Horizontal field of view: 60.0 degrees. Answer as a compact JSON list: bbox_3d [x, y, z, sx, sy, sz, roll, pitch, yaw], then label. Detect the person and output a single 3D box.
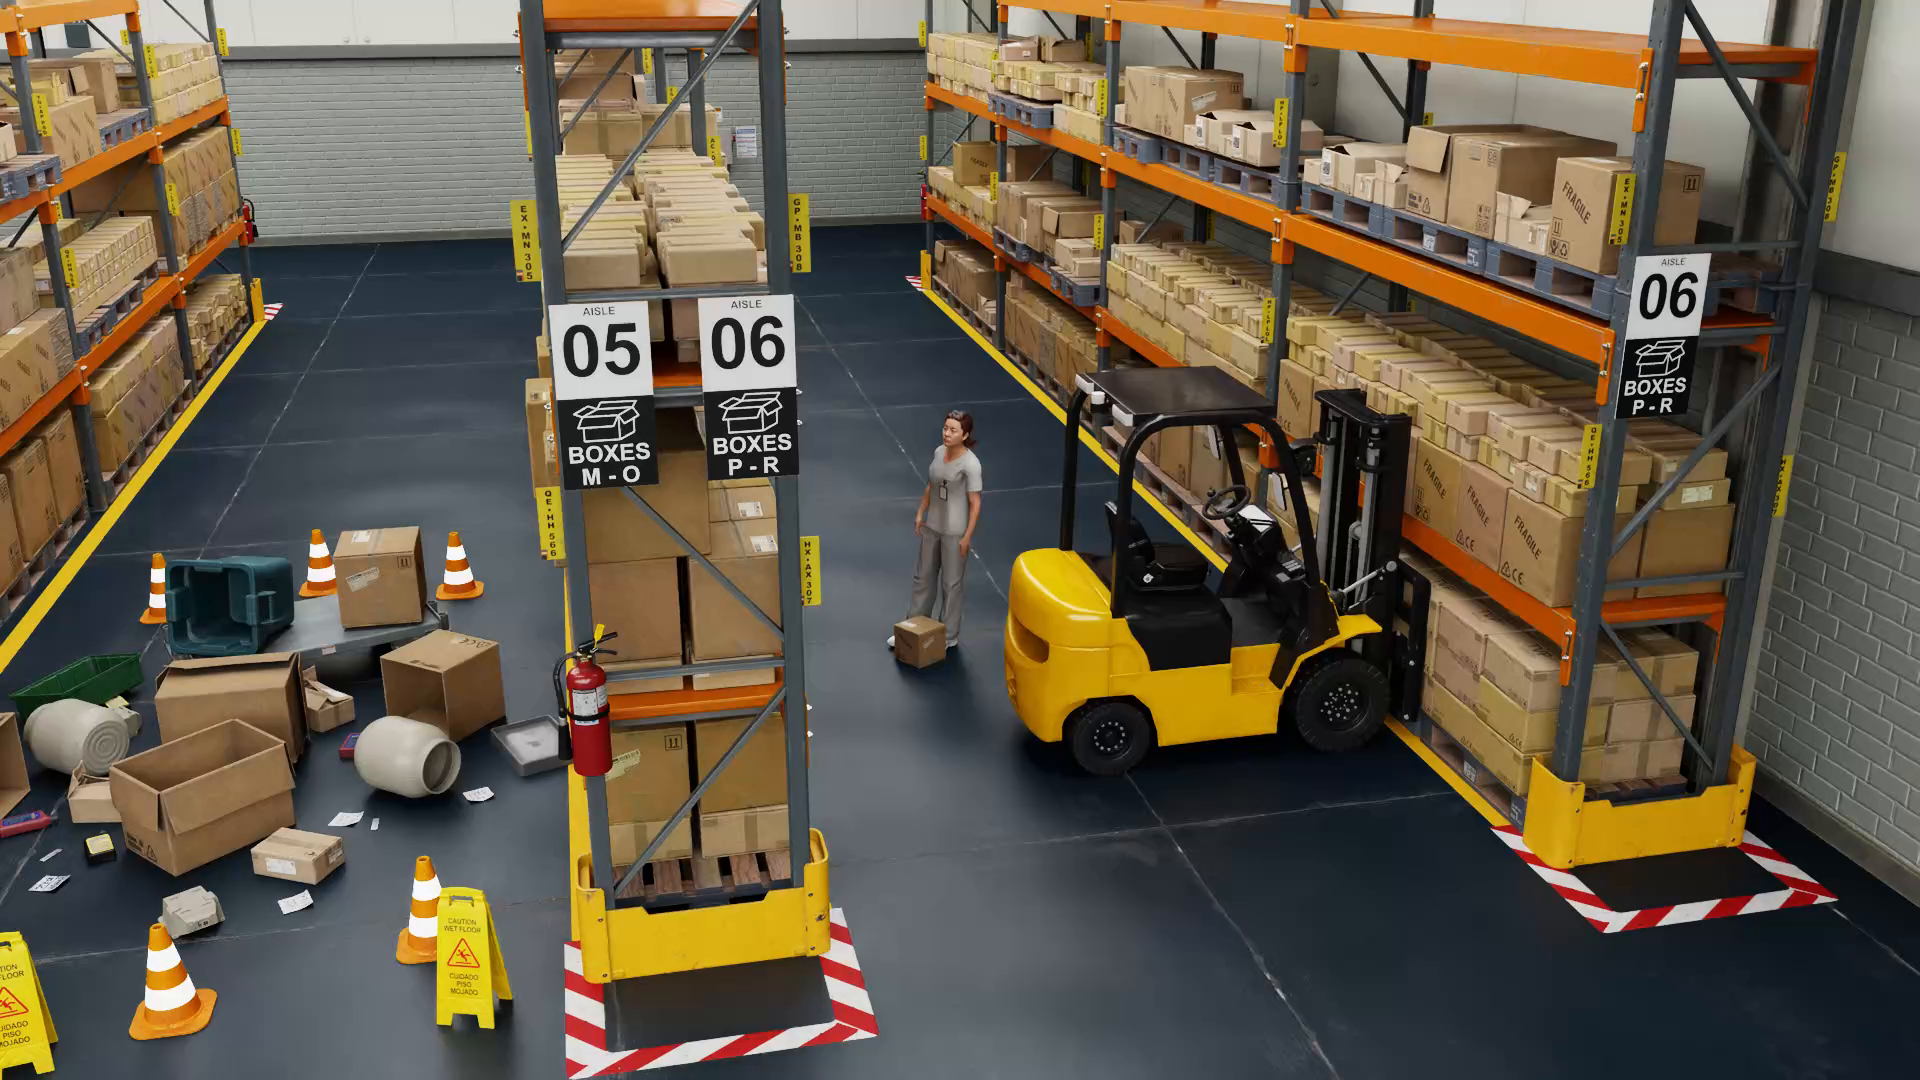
[{"bbox_3d":[-0.136,-0.045,11.185,0.549,1.666,0.550,-17,26,-39],"label":"person"}]
